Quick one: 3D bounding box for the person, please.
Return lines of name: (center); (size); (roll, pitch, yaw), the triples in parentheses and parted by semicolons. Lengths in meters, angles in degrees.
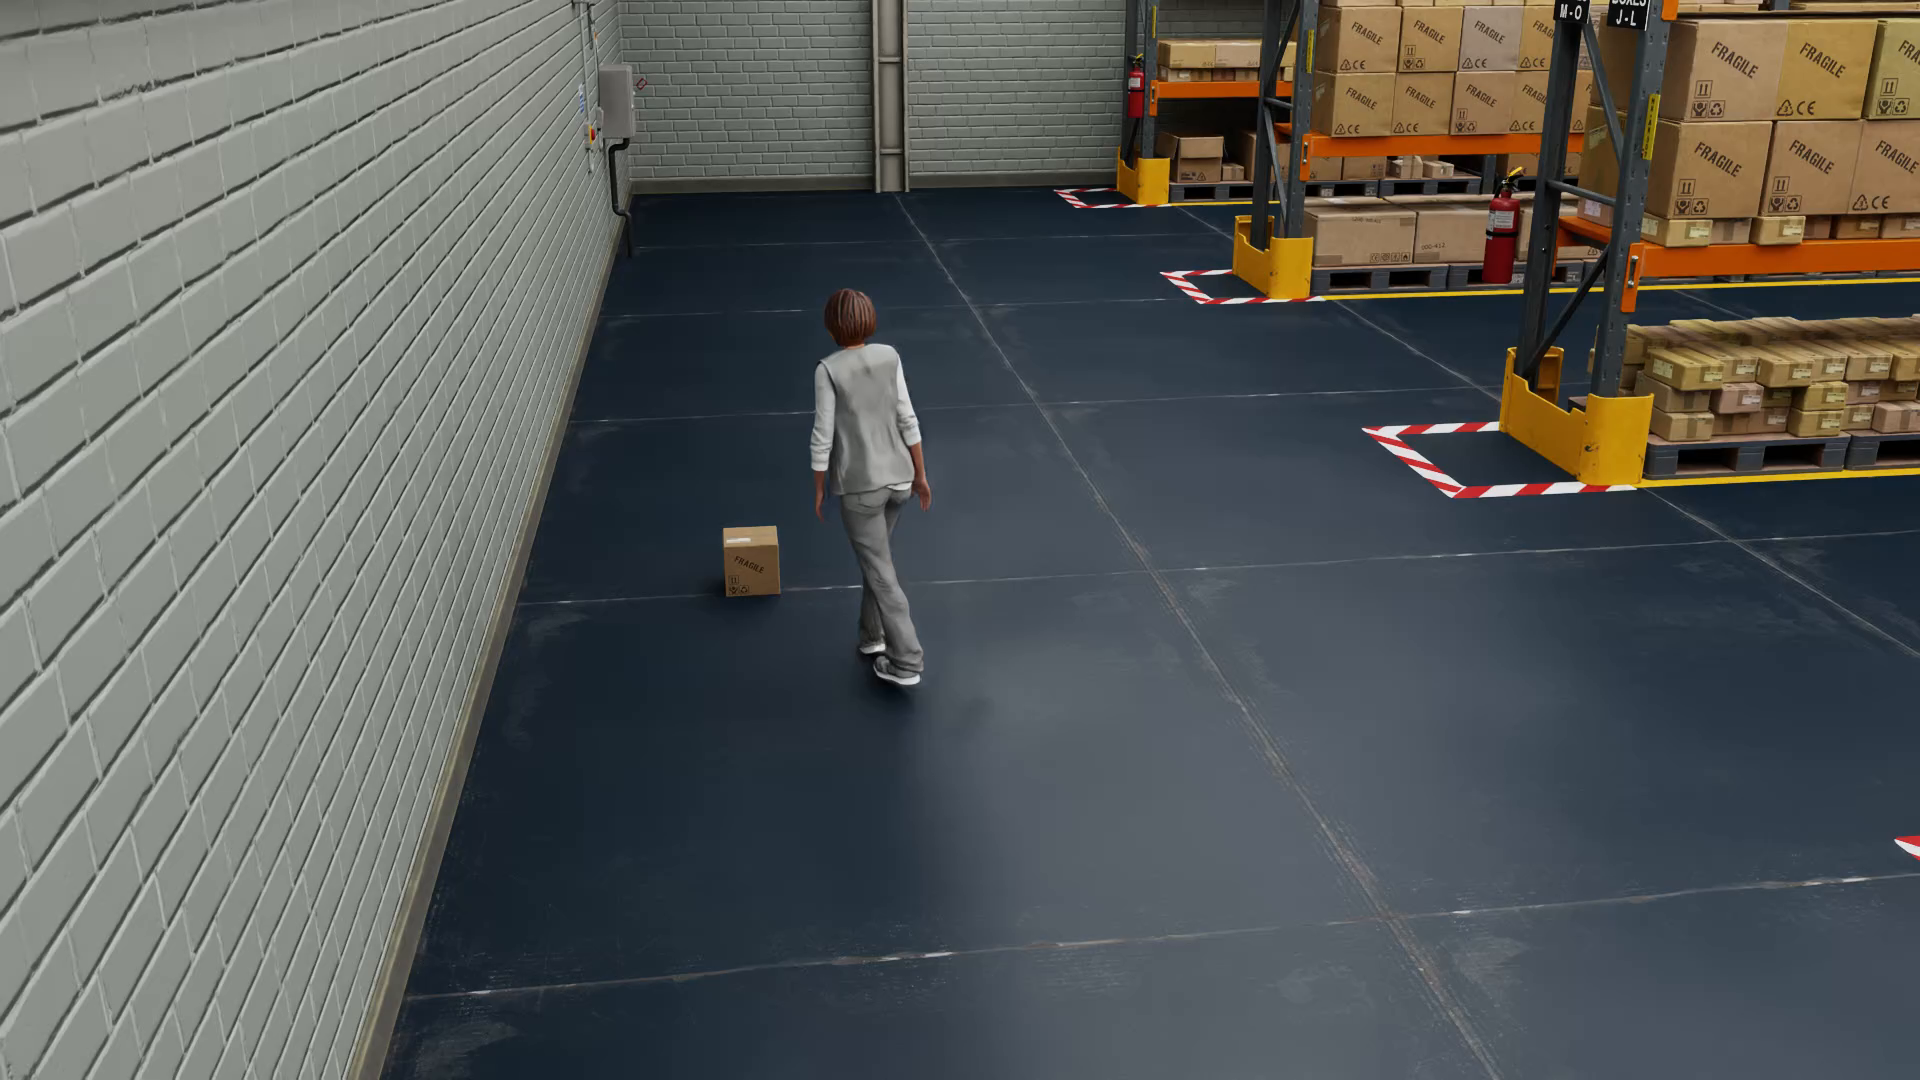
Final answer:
person: (-0.357, -0.183, 6.614); (0.443, 1.620, 0.601); (-15, 25, -36)
